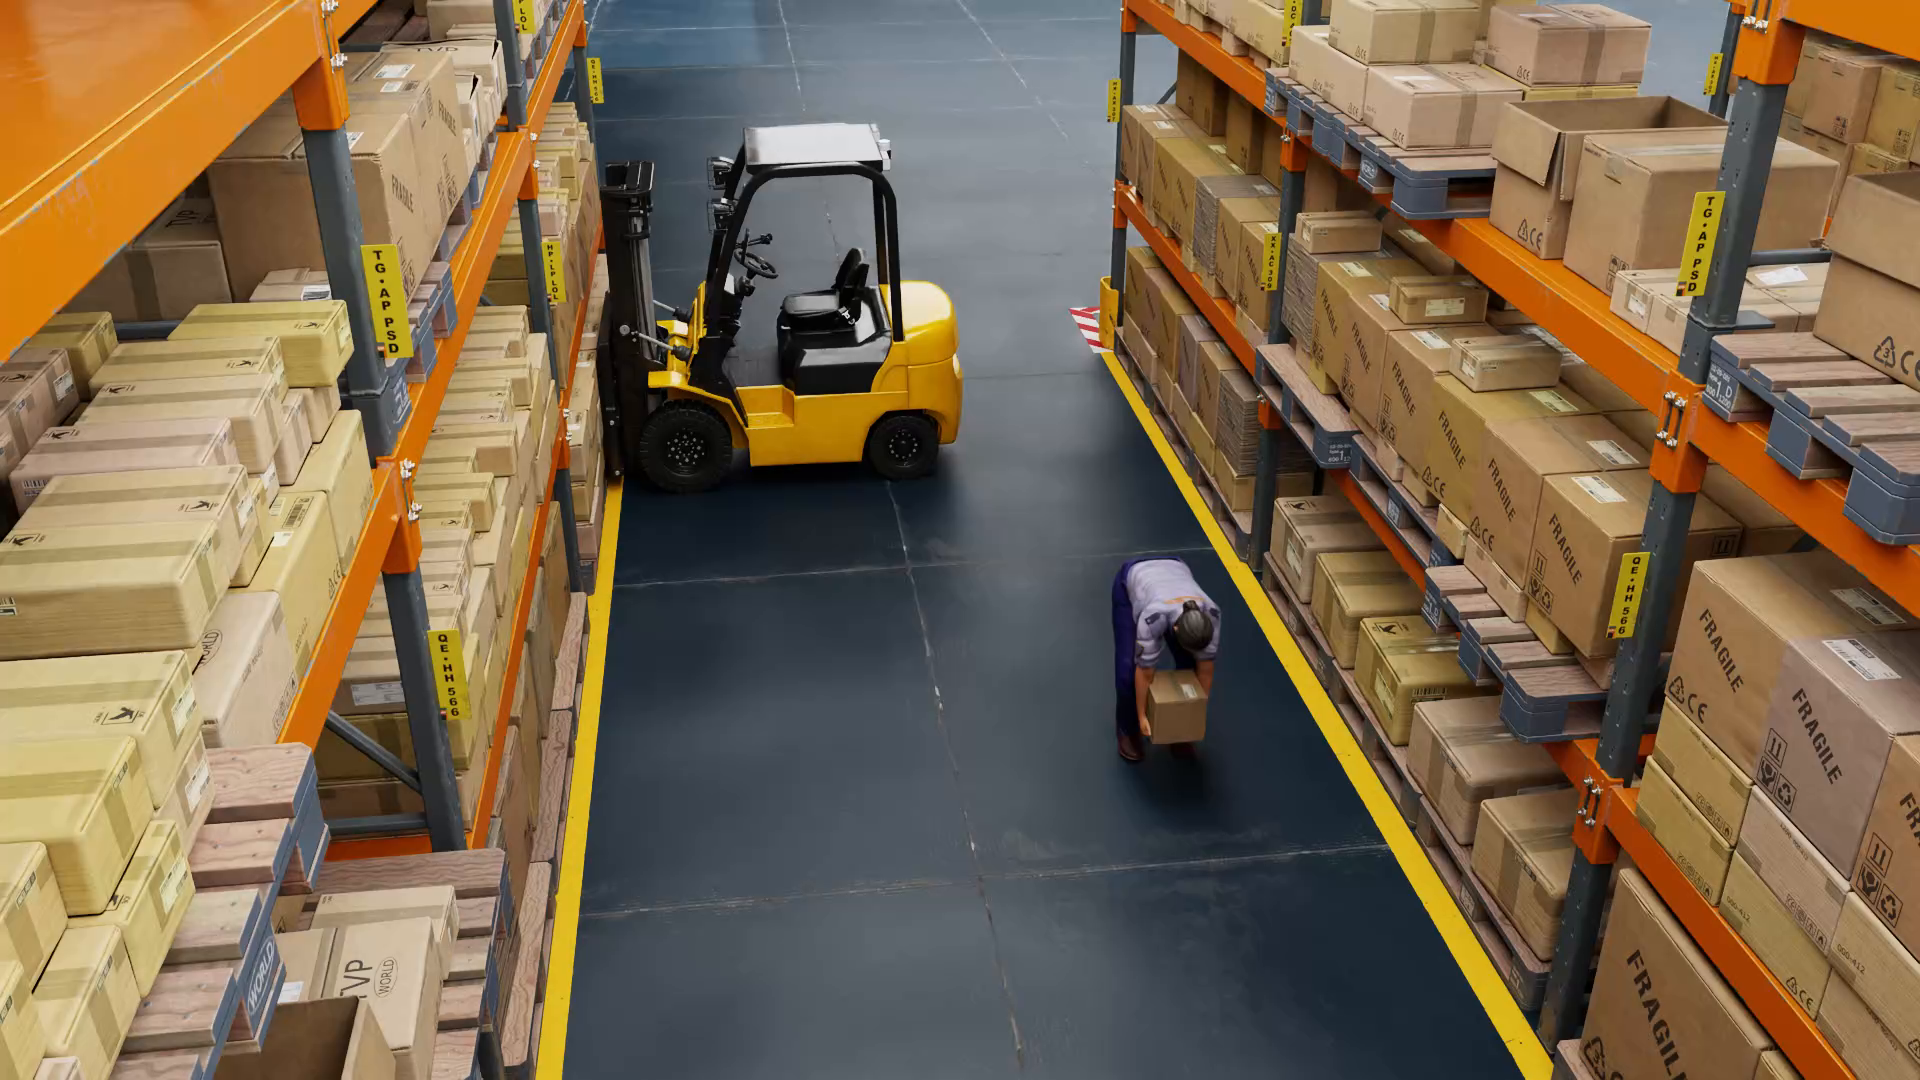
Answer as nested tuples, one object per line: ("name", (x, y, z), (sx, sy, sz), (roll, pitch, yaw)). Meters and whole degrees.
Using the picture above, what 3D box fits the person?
("person", (1.004, 0.641, 8.027), (0.449, 1.072, 0.852), (-5, 28, -9))
